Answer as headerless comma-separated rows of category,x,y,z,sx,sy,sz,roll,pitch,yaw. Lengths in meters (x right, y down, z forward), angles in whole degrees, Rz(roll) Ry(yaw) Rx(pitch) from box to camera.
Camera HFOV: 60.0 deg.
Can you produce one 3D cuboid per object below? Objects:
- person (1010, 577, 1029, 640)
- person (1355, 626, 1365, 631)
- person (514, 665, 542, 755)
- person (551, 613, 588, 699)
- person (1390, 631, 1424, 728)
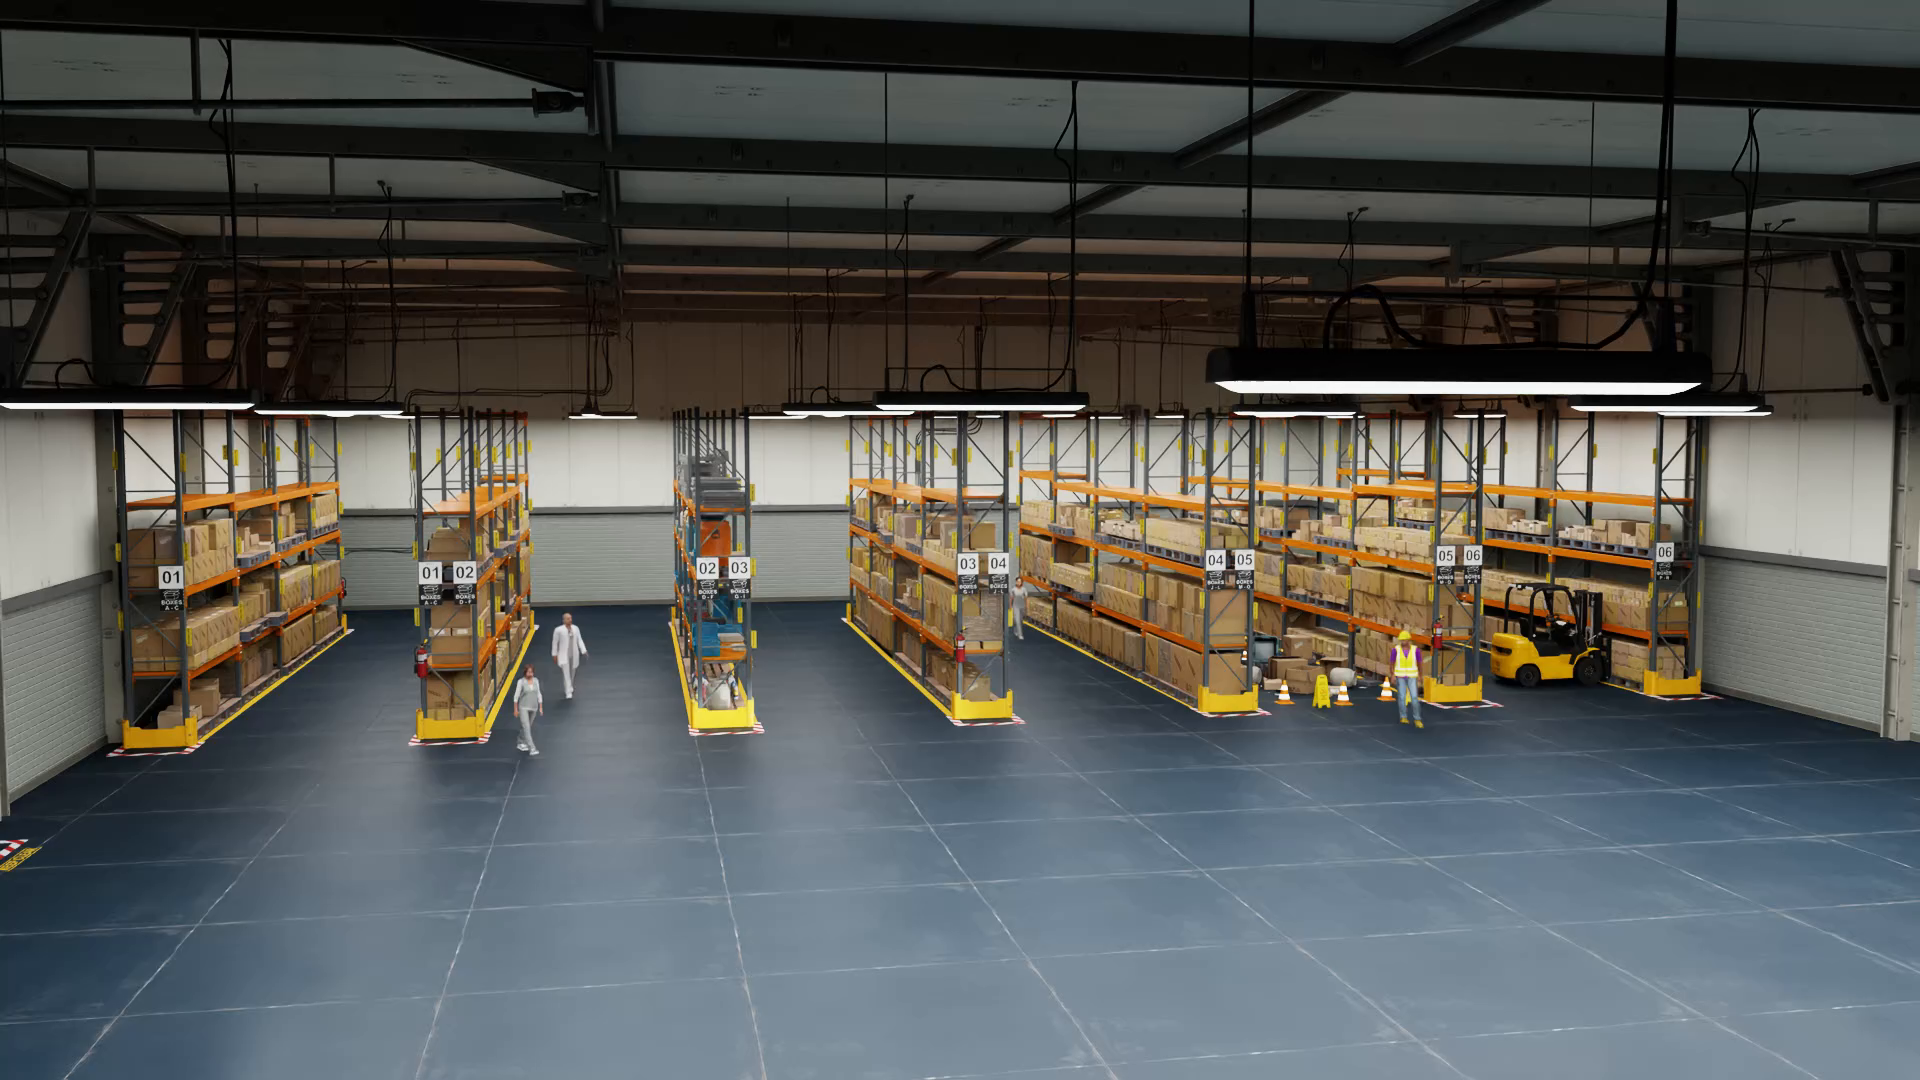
person,1.572,1.783,43.828,0.464,1.607,1.028,-1,4,-14
person,10.970,1.600,45.601,0.464,1.763,0.587,3,5,40
person,-7.383,2.901,28.516,1.003,1.536,0.436,4,6,43
person,-8.115,2.384,34.531,0.697,1.726,1.159,-2,5,-26
person,8.434,2.610,31.377,0.654,1.762,0.668,1,4,17
